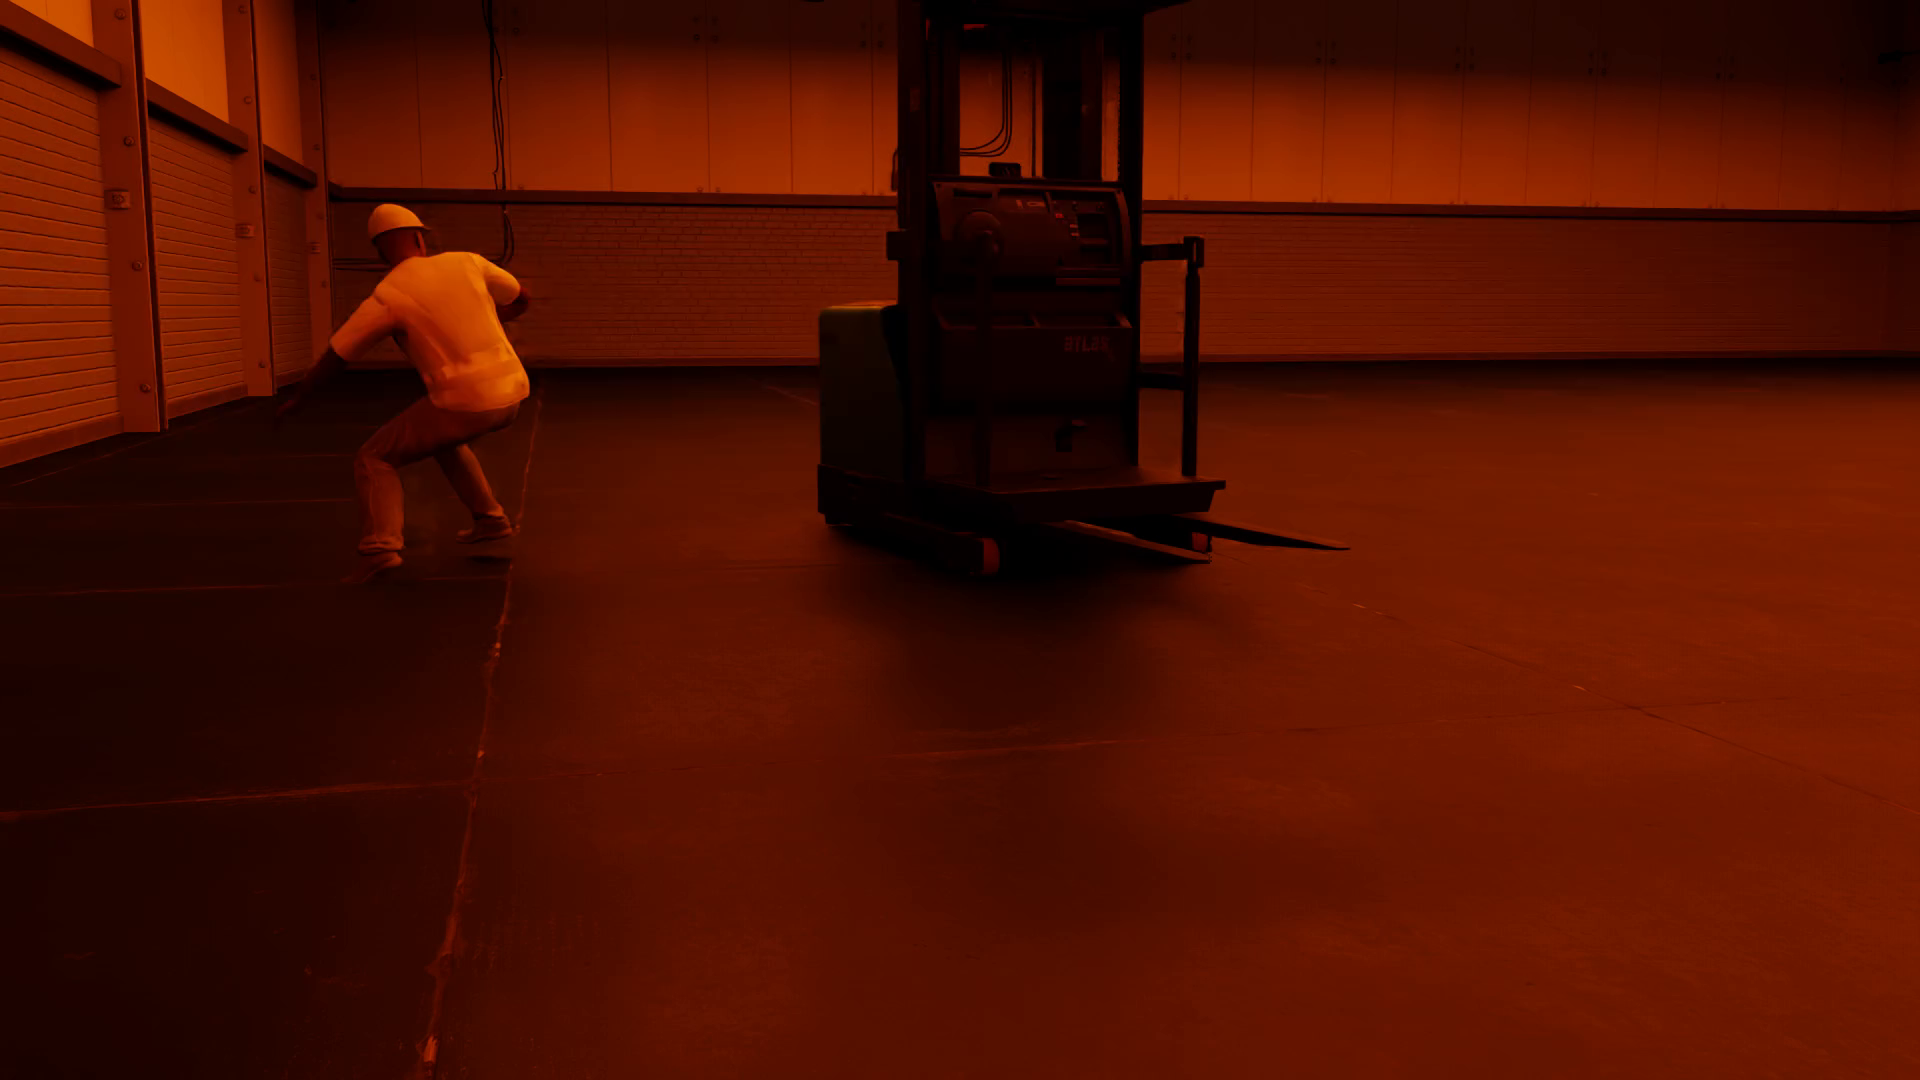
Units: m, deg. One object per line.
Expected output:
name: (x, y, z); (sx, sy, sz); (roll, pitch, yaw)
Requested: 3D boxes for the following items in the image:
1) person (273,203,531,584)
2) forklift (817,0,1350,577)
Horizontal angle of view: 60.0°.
person: (-2.225, -0.599, 6.801); (0.863, 1.520, 0.872); (4, 9, 29)
forklift: (0.411, -1.371, 6.927); (1.130, 2.935, 3.031); (-4, 9, -26)
